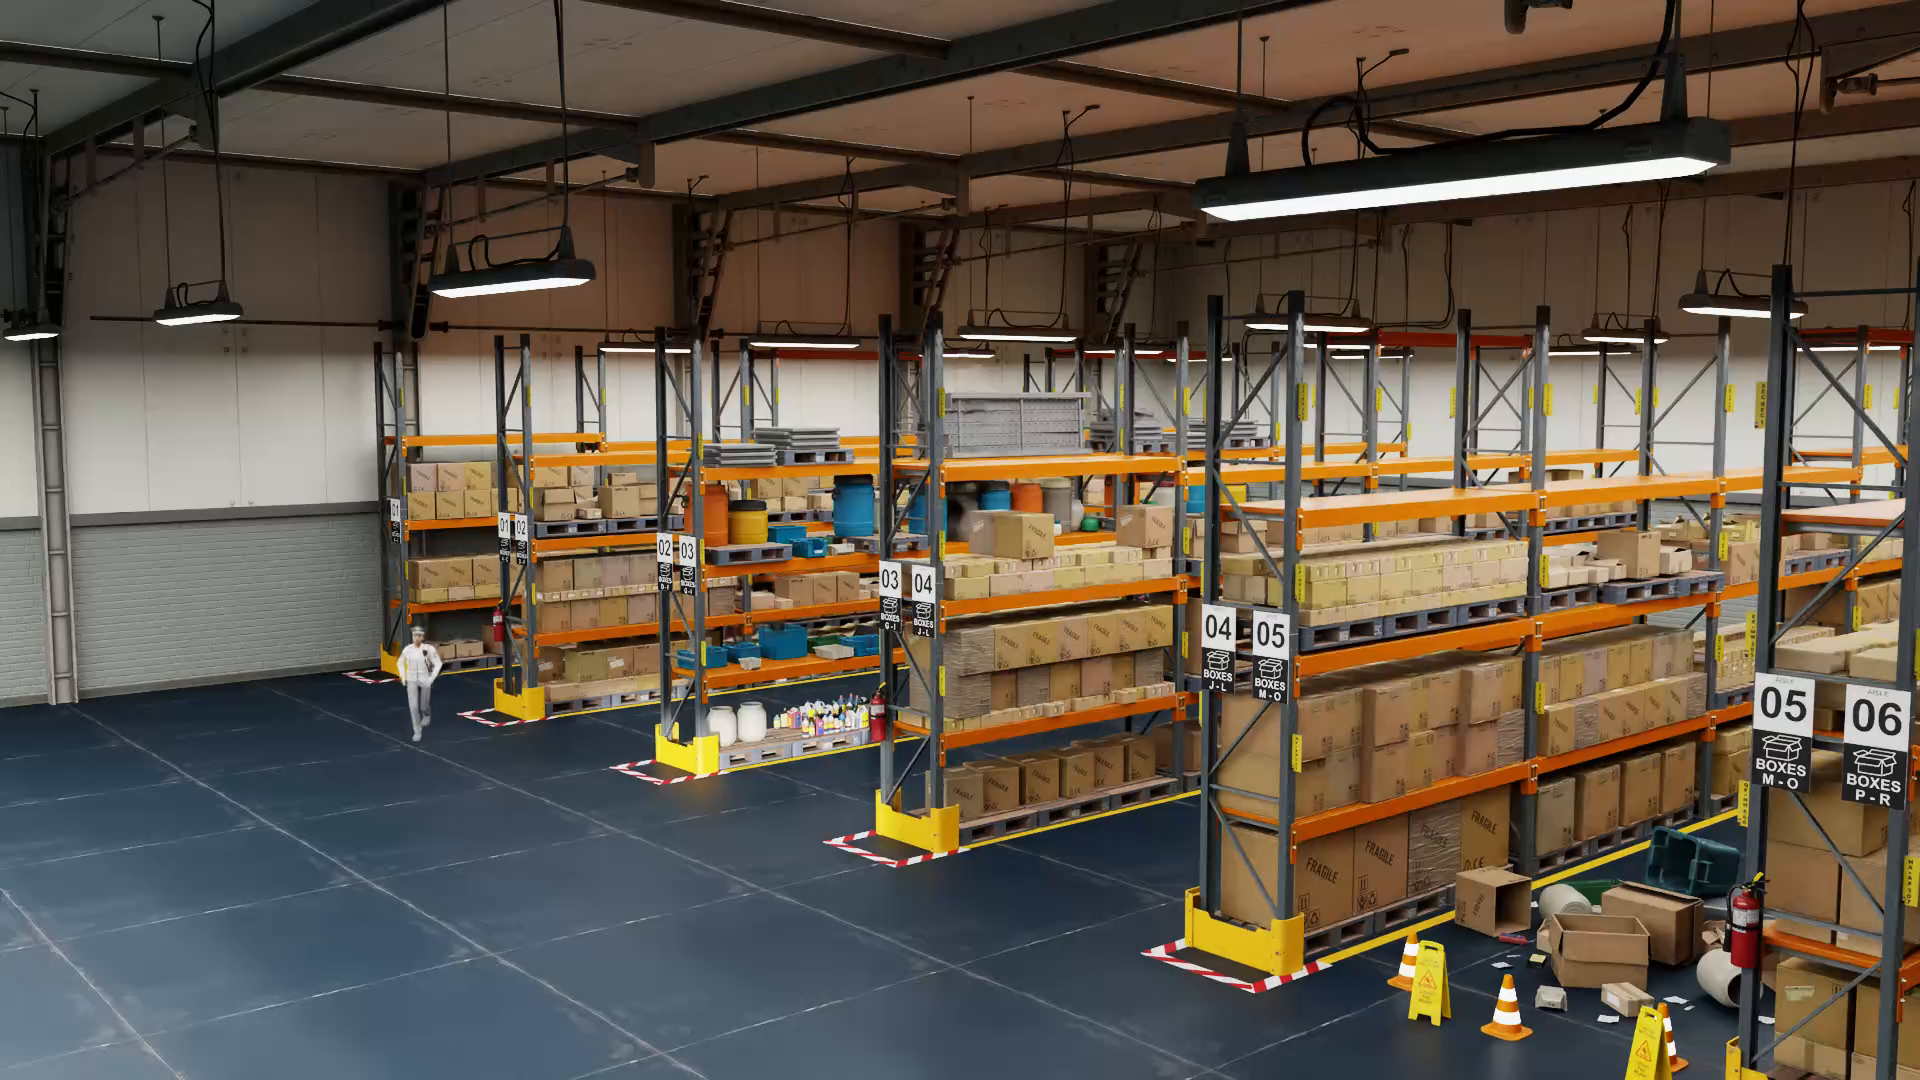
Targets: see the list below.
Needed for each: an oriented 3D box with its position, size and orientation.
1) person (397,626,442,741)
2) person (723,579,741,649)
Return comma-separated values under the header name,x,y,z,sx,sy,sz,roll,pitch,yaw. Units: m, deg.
name,x,y,z,sx,sy,sz,roll,pitch,yaw
person,-8.033,2.101,24.731,0.647,1.681,0.731,-1,5,-11
person,-4.208,1.513,30.971,0.914,1.645,0.586,-5,7,-41
